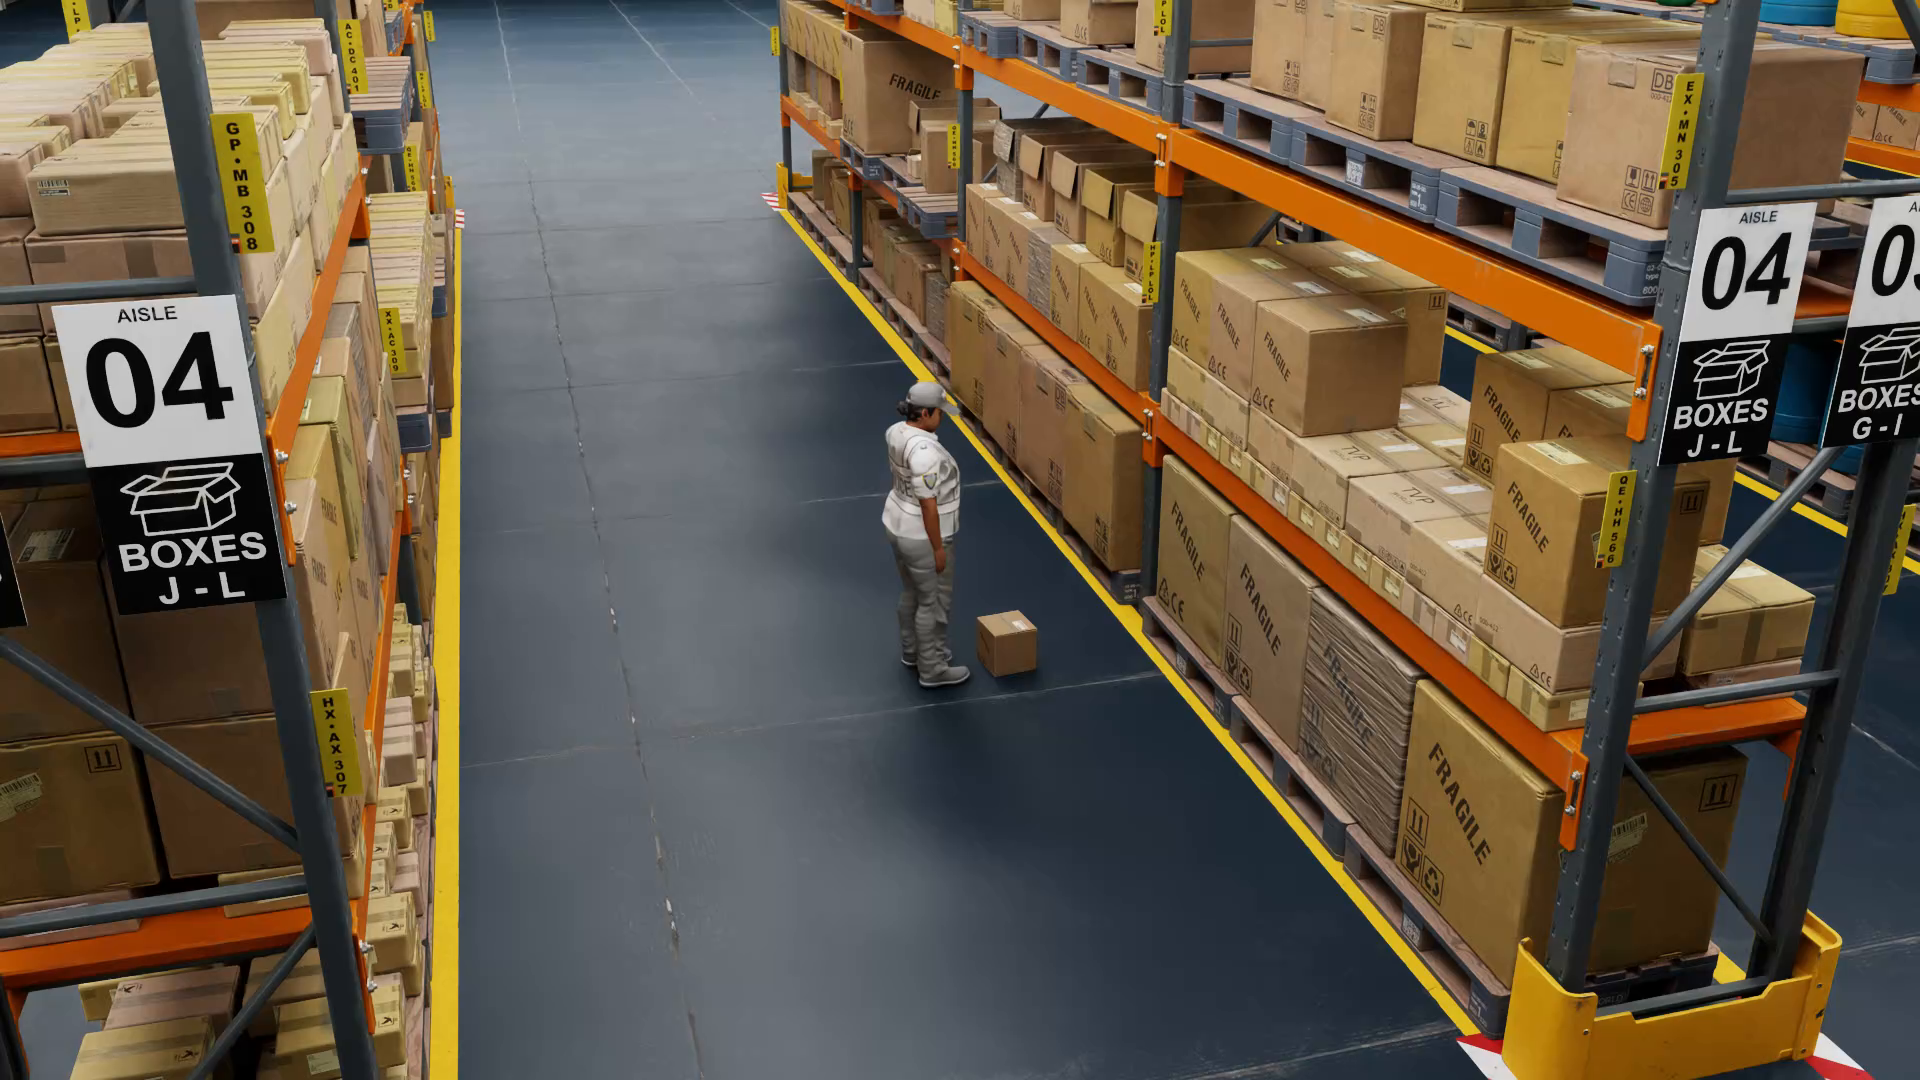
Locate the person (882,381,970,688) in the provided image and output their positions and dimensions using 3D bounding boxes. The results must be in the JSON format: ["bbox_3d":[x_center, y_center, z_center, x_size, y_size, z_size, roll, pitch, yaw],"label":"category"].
[{"bbox_3d":[-0.164,-0.026,8.636,0.409,1.670,0.481,-9,25,-20],"label":"person"}]
